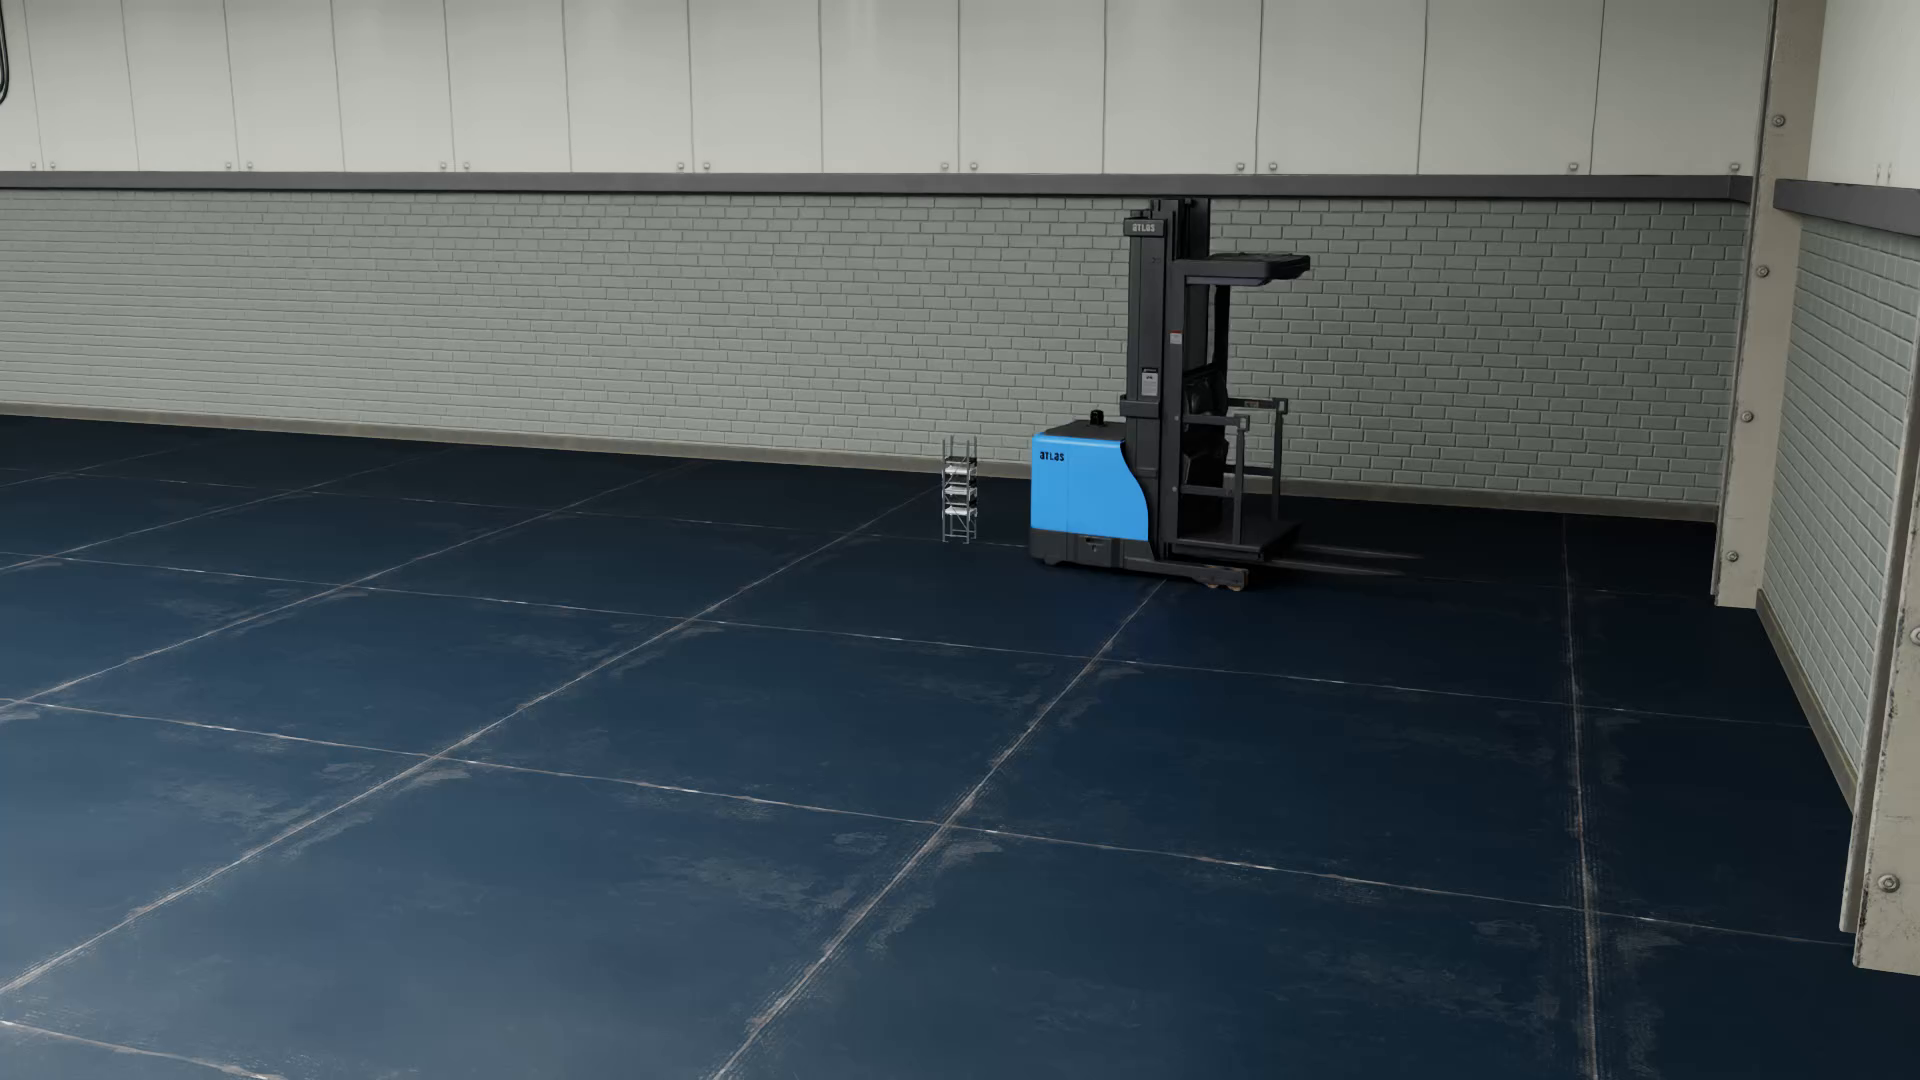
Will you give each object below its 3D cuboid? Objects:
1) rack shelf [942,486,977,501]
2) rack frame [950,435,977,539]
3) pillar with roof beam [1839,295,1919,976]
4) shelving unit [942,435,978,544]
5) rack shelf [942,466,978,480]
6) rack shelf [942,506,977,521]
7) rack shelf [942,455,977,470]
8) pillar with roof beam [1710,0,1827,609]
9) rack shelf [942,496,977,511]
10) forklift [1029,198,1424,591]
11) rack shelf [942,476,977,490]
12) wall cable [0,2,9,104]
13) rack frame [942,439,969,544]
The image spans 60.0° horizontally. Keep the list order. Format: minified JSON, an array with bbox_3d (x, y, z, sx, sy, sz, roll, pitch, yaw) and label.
[{"bbox_3d":[-0.003,-0.405,14.388,0.258,0.077,0.200,4,14,18],"label":"rack shelf"},{"bbox_3d":[0.030,-0.458,14.474,0.240,0.900,0.006,4,14,18],"label":"rack frame"},{"bbox_3d":[-0.194,-2.978,7.311,9.100,9.000,0.400,4,14,18],"label":"pillar with roof beam"},{"bbox_3d":[-0.003,-0.437,14.380,0.258,0.900,0.210,4,14,18],"label":"shelving unit"},{"bbox_3d":[-0.003,-0.580,14.348,0.258,0.077,0.200,4,14,18],"label":"rack shelf"},{"bbox_3d":[-0.003,-0.229,14.428,0.258,0.077,0.200,4,14,18],"label":"rack shelf"},{"bbox_3d":[-0.003,-0.668,14.328,0.258,0.077,0.200,4,14,18],"label":"rack shelf"},{"bbox_3d":[1.748,-4.241,12.846,9.100,9.000,0.400,4,14,18],"label":"pillar with roof beam"},{"bbox_3d":[-0.003,-0.317,14.408,0.258,0.077,0.200,4,14,18],"label":"rack shelf"},{"bbox_3d":[2.112,-1.173,13.039,3.031,2.935,1.130,7,14,27],"label":"forklift"},{"bbox_3d":[-0.003,-0.492,14.368,0.258,0.077,0.200,4,14,18],"label":"rack shelf"},{"bbox_3d":[-12.802,-7.695,20.337,2.305,6.003,0.169,4,14,18],"label":"wall cable"},{"bbox_3d":[-0.036,-0.416,14.287,0.240,0.900,0.006,4,14,18],"label":"rack frame"}]
